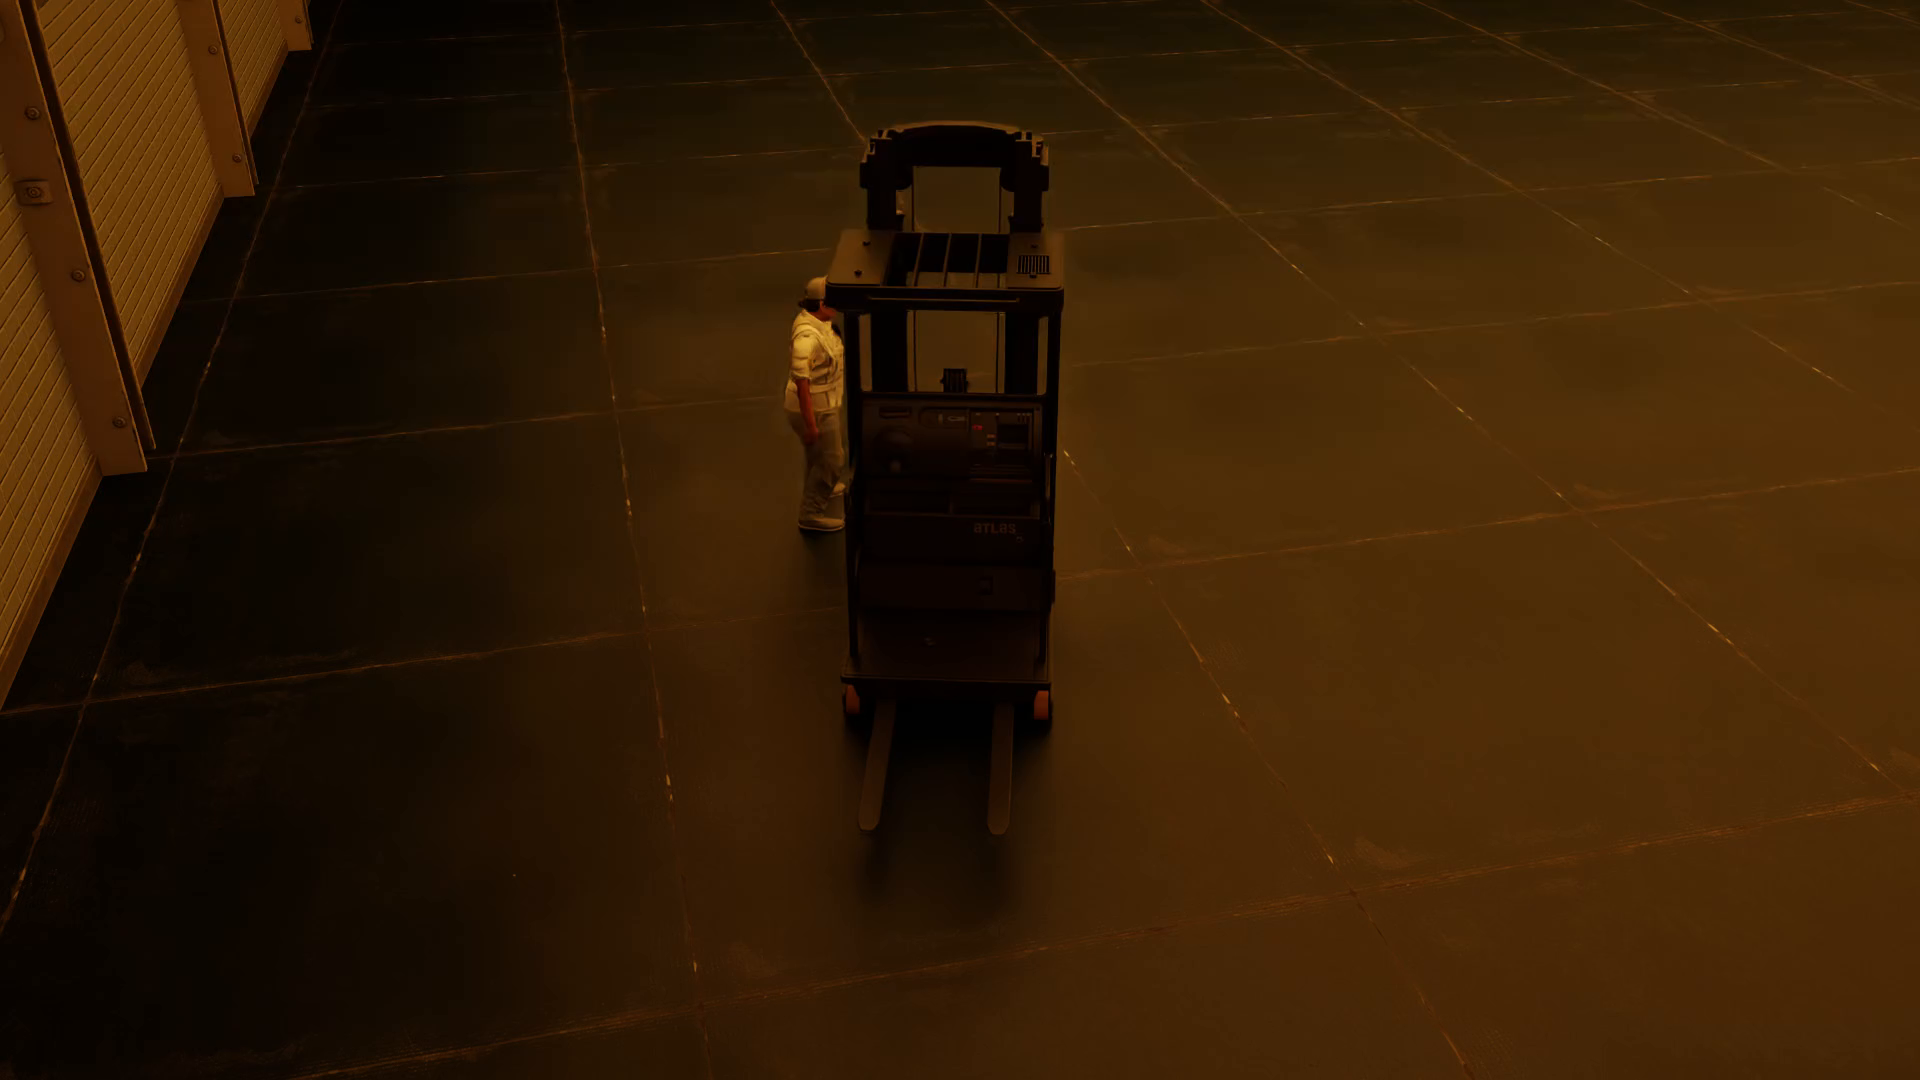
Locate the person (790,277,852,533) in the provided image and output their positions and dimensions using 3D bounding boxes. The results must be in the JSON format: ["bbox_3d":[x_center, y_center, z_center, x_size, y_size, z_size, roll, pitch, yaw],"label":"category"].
[{"bbox_3d":[-0.848,-0.853,10.347,0.415,1.637,0.721,0,30,-1],"label":"person"}]

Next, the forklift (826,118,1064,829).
[{"bbox_3d":[-0.047,-0.501,8.440,1.130,2.935,3.031,2,30,3],"label":"forklift"}]
